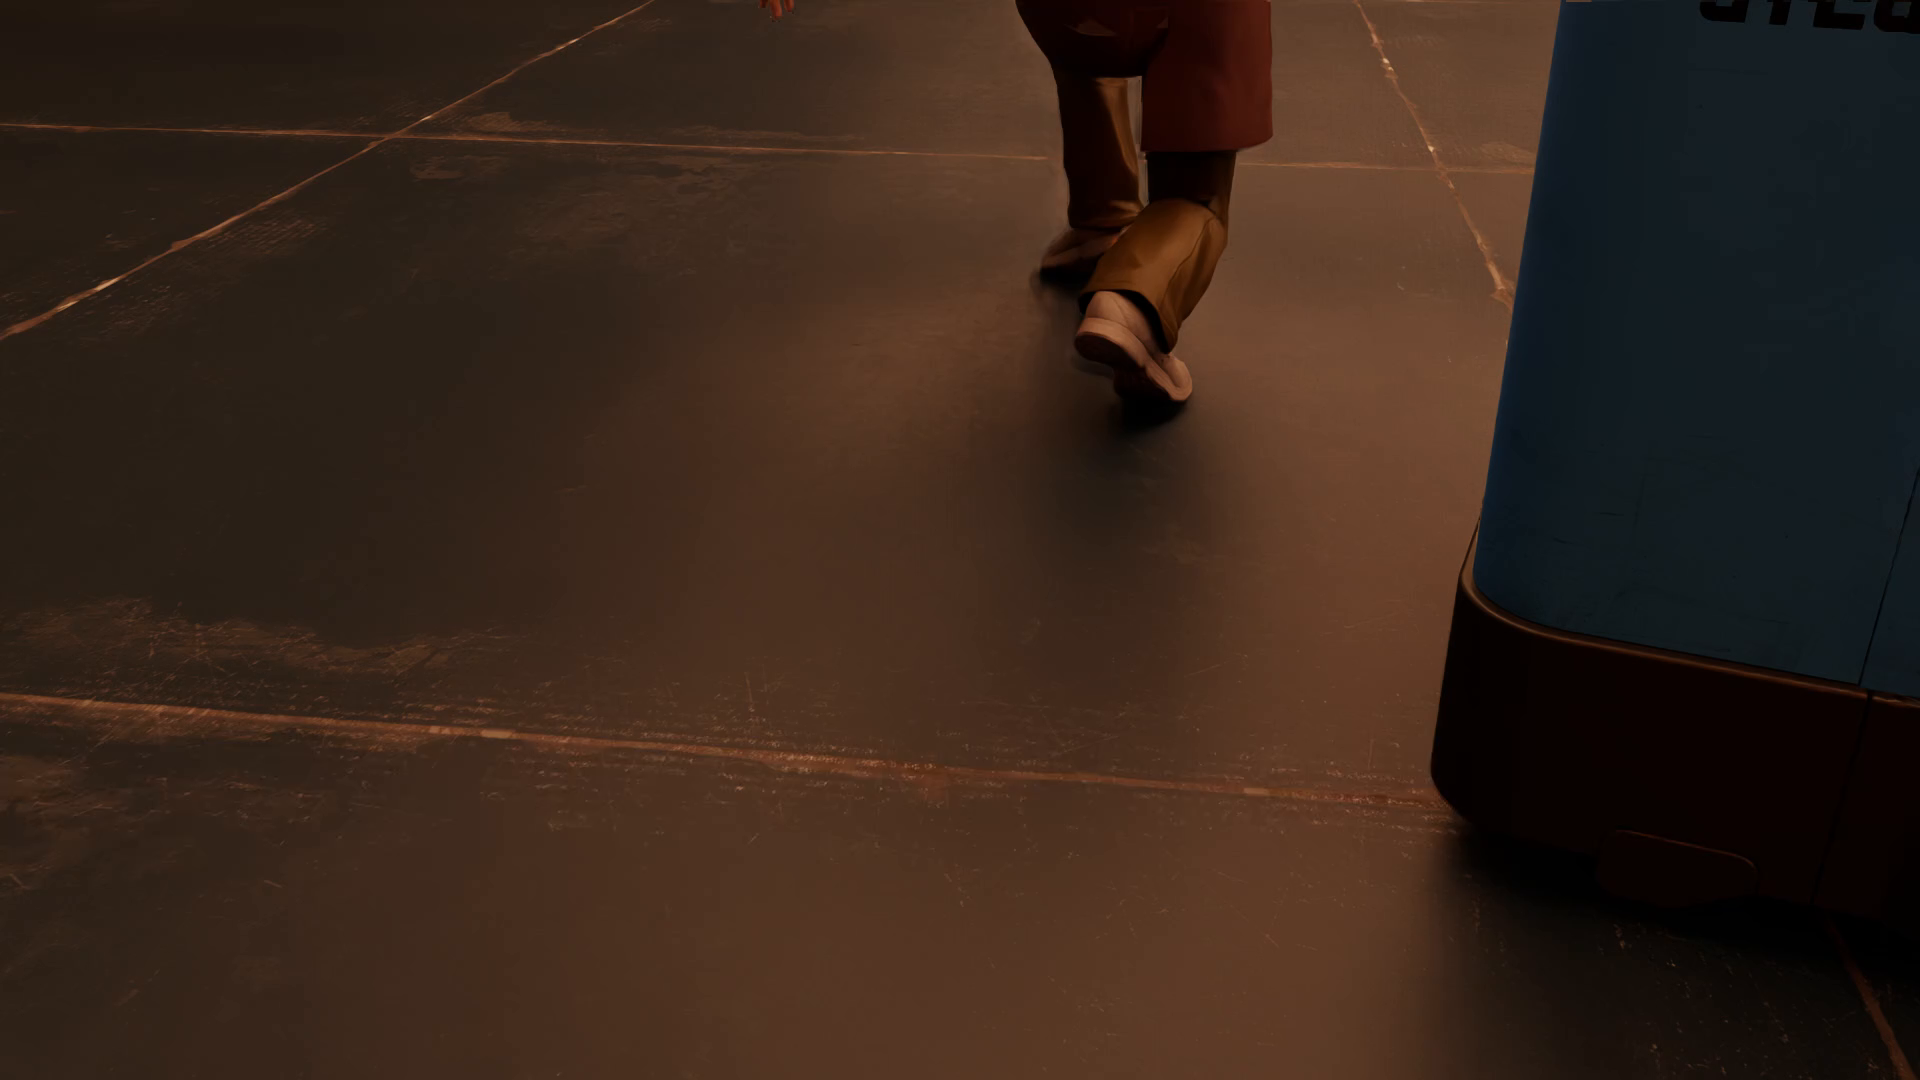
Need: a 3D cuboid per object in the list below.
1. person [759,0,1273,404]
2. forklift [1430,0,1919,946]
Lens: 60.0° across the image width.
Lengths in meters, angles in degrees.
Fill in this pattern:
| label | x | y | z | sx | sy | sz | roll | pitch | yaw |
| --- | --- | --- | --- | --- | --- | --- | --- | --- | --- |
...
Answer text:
| label | x | y | z | sx | sy | sz | roll | pitch | yaw |
| --- | --- | --- | --- | --- | --- | --- | --- | --- | --- |
| person | 0.105 | -1.027 | 2.919 | 0.957 | 1.480 | 1.055 | -4 | 27 | -9 |
| forklift | 2.079 | -0.904 | 1.028 | 3.031 | 2.935 | 1.130 | 11 | 29 | 21 |
